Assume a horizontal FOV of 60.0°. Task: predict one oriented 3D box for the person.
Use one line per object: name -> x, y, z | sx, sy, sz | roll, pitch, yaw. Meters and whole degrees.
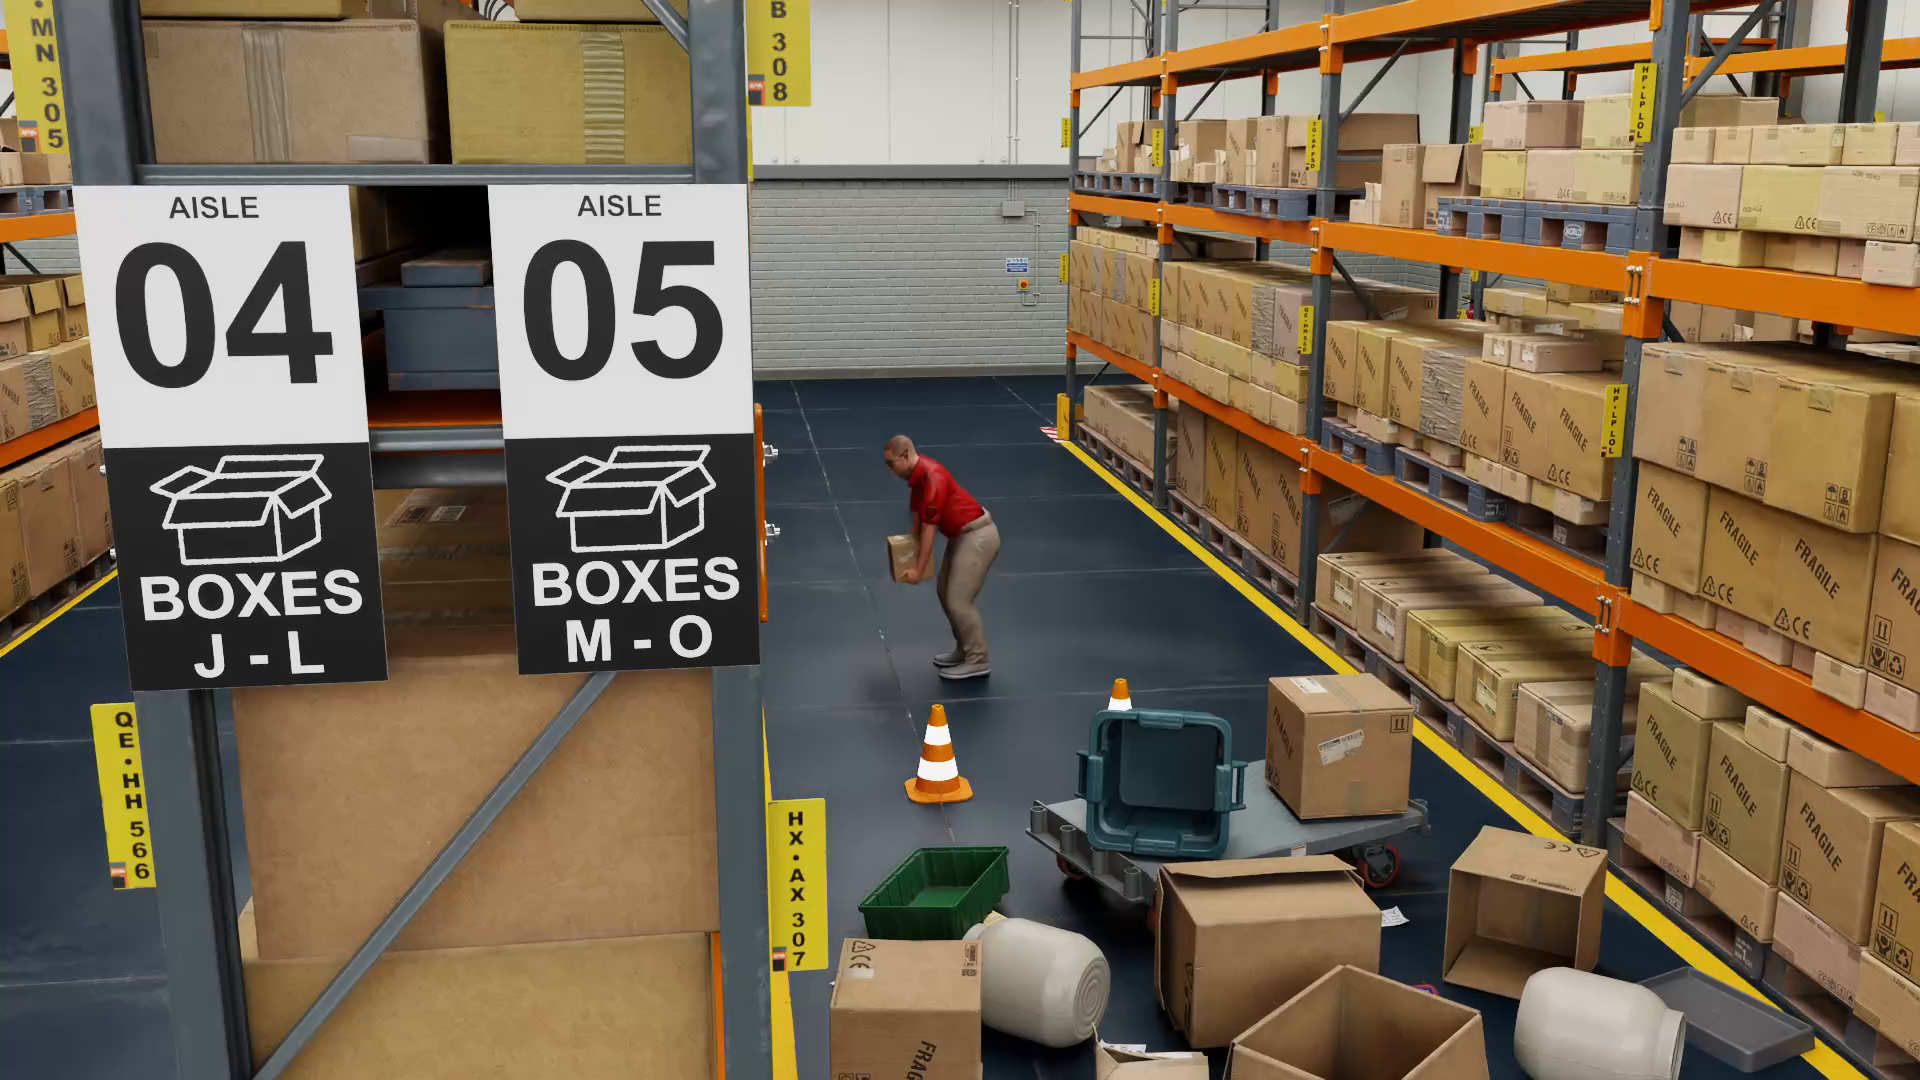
person -> -0.117, 0.094, 10.532 | 0.733, 1.548, 0.485 | -2, 13, -10
